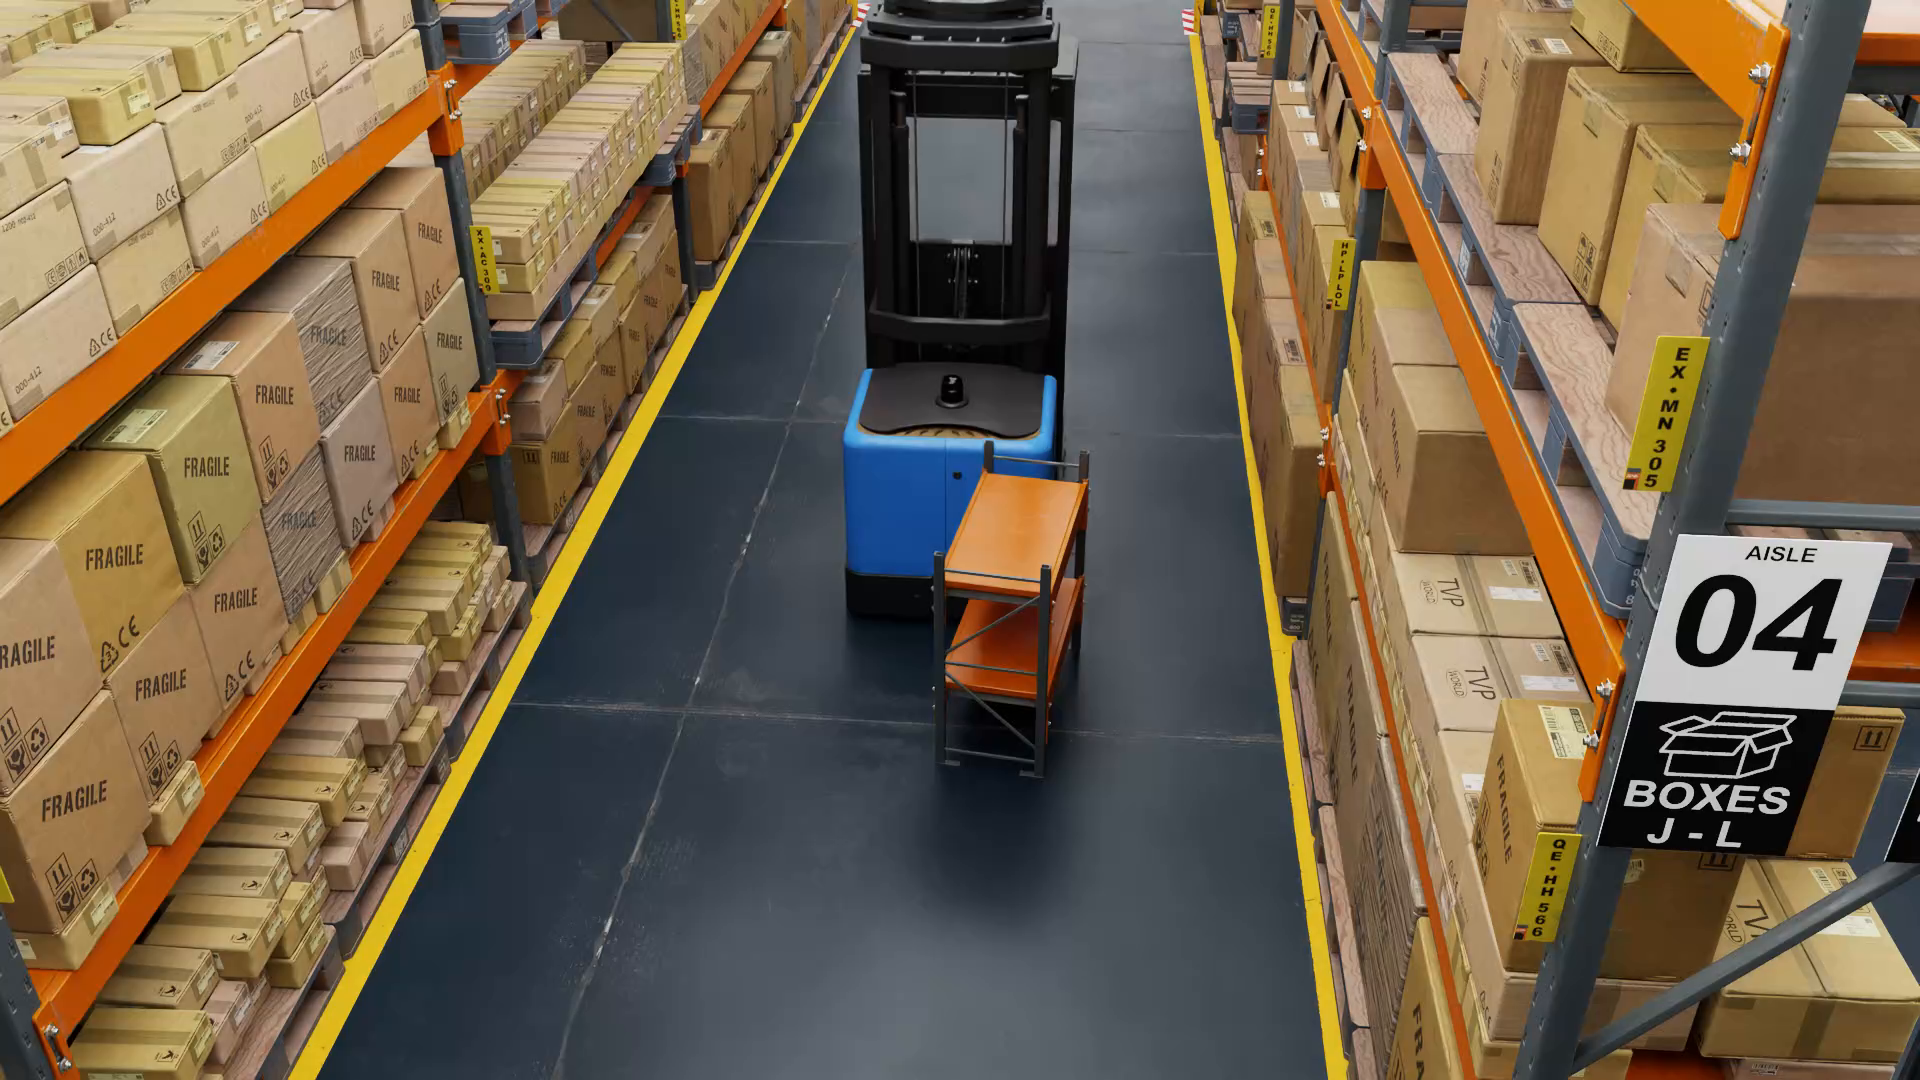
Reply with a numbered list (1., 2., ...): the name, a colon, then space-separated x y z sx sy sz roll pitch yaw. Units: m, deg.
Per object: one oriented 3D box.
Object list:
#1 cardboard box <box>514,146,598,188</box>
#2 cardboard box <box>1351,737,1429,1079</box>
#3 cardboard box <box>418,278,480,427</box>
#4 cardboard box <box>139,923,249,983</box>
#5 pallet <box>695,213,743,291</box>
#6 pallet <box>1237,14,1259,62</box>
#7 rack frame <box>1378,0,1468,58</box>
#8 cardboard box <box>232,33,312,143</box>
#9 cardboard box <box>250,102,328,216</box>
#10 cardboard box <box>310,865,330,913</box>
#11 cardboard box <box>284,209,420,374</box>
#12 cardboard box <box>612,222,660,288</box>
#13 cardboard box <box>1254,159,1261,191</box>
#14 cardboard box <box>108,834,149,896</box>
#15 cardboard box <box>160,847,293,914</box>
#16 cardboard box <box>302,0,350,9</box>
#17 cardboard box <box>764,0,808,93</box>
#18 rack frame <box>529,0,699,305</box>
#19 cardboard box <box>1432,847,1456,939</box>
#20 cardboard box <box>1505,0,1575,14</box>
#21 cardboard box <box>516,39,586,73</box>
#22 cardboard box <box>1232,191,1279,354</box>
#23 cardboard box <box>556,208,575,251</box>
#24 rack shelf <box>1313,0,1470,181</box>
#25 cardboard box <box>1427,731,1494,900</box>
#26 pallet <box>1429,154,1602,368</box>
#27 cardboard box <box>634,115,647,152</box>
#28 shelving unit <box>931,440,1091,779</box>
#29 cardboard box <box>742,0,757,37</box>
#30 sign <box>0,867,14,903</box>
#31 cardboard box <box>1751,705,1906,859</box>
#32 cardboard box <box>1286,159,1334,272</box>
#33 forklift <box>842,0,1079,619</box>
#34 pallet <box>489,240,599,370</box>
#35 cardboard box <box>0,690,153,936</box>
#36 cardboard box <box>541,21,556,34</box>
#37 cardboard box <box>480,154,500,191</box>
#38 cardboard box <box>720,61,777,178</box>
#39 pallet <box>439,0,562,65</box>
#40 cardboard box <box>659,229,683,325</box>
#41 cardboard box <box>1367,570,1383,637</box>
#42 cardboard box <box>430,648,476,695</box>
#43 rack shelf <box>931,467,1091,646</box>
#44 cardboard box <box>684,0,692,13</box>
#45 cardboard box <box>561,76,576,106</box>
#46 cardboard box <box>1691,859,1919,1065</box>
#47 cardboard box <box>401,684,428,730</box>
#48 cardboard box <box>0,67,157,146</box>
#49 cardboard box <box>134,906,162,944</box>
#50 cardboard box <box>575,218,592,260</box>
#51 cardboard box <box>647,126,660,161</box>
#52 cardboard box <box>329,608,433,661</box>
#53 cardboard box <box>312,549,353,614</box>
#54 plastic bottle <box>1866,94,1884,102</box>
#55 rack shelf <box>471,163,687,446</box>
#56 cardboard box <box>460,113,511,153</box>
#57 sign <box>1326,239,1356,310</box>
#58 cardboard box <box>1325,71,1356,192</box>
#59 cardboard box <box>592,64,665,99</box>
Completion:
1. cardboard box: -2.160 -1.996 8.902 0.380 0.149 0.250 2 32 4
2. cardboard box: 1.922 1.328 5.862 0.875 0.875 0.875 2 32 4
3. cardboard box: -2.492 -0.845 7.383 0.500 0.500 0.500 3 32 4
4. cardboard box: -2.751 1.524 5.952 0.380 0.149 0.250 3 32 5
5. pallet: -2.269 -2.254 12.706 1.003 0.211 1.213 2 32 4
6. pallet: 2.647 -3.723 12.614 1.003 0.211 1.213 2 32 4
7. rack frame: 2.201 -3.230 5.914 1.000 3.000 0.127 2 32 4
8. cardboard box: -2.610 -1.570 5.746 0.500 0.250 0.500 4 32 6
9. cardboard box: -2.598 -1.359 5.881 0.500 0.250 0.500 2 32 3
10. cardboard box: -2.689 1.389 6.455 0.380 0.149 0.250 3 32 4
11. cardboard box: -2.539 -1.008 6.694 0.500 0.500 0.500 1 32 2
12. cardboard box: -2.233 -1.833 10.632 0.500 0.250 0.500 3 32 5
13. cardboard box: 2.594 -2.532 12.463 0.700 0.500 0.500 0 32 0
14. cardboard box: -2.727 0.968 5.060 0.380 0.149 0.250 4 32 6
15. cardboard box: -2.690 1.264 6.089 0.380 0.149 0.250 1 32 2
16. cardboard box: -2.476 -2.093 6.214 0.380 0.149 0.250 2 32 4
17. cardboard box: -1.962 -4.724 15.681 0.875 0.875 0.875 3 32 5
18. rack frame: -2.408 -3.032 11.311 1.000 3.000 0.127 2 32 4
19. cardboard box: 1.618 1.055 4.919 0.380 0.149 0.250 3 32 4
20. cardboard box: 2.149 -1.524 5.414 0.700 0.500 0.500 4 32 6
21. cardboard box: -2.639 -3.122 10.728 0.380 0.149 0.250 3 32 4
22. cardboard box: 2.450 -1.682 10.745 1.225 0.875 0.875 1 32 2
23. cardboard box: -2.204 -1.596 8.536 0.380 0.149 0.250 3 32 5
24. rack shelf: 2.364 -2.692 8.586 1.077 0.370 4.000 2 32 4
25. cardboard box: 1.693 0.823 4.915 0.500 0.250 0.500 2 32 3
26. pallet: 2.022 -0.852 4.998 1.003 0.211 1.213 2 32 4
27. cardboard box: -2.077 -2.415 9.865 0.380 0.149 0.250 2 32 4
28. shelving unit: 0.247 0.303 7.687 0.538 1.125 1.048 7 32 11
29. cardboard box: -1.941 -4.354 13.360 0.500 0.500 0.500 3 32 5
30. sign: -2.519 0.806 4.259 0.100 0.325 0.005 2 32 4
31. cardboard box: 2.225 0.533 4.671 0.500 0.500 0.500 2 32 3
32. cardboard box: 2.096 -1.768 9.165 0.500 0.500 0.500 3 32 4
33. forklift: 0.052 -1.582 9.023 1.130 2.935 3.031 2 32 4
34. pallet: -2.527 -1.252 8.606 1.003 0.211 1.213 2 32 4
35. cardboard box: -2.748 0.759 4.781 0.500 0.500 0.500 4 32 6
36. cardboard box: -4.386 -4.853 16.516 0.797 0.637 0.503 2 32 4
37. cardboard box: -2.795 -2.045 9.265 0.380 0.149 0.250 3 32 4
38. cardboard box: -2.126 -3.512 13.834 1.050 0.750 0.750 2 32 4
39. pallet: -2.578 -2.456 7.696 1.213 0.211 1.003 2 32 4
40. cardboard box: -2.201 -1.792 11.280 0.500 0.500 0.500 2 32 4
41. cardboard box: 1.741 0.249 6.226 0.380 0.149 0.250 3 32 5
42. cardboard box: -2.488 0.587 7.755 0.380 0.149 0.250 1 32 2
43. rack shelf: 0.247 0.053 7.533 0.538 0.278 1.000 7 32 11
44. cardboard box: -2.322 -3.999 11.832 0.700 0.500 0.500 2 32 3
45. cardboard box: -2.668 -2.845 10.562 0.380 0.149 0.250 4 32 6
46. cardboard box: 2.184 1.114 4.443 0.500 0.250 0.500 2 32 3
47. cardboard box: -2.576 0.690 7.305 0.380 0.149 0.250 3 32 5
48. cardboard box: -2.620 -1.276 4.888 0.380 0.149 0.250 3 32 6
49. cardboard box: -3.136 1.363 6.212 0.380 0.149 0.250 2 32 3
50. cardboard box: -2.181 -1.606 8.836 0.380 0.149 0.250 3 32 4
51. cardboard box: -2.057 -2.432 10.176 0.380 0.149 0.250 2 32 3
52. cardboard box: -2.597 0.436 7.433 0.380 0.149 0.250 3 32 6
53. cardboard box: -2.580 0.146 6.393 0.380 0.149 0.250 3 32 5
54. plastic bottle: 8.251 -3.993 15.048 0.152 0.276 0.135 4 32 6
55. rack shelf: -2.571 -1.680 9.803 1.077 0.370 4.000 2 32 4
56. cardboard box: -2.768 -2.306 9.405 0.380 0.149 0.250 2 32 3
57. sign: 1.660 -1.153 7.234 0.100 0.325 0.005 2 32 4
58. cardboard box: 2.347 -2.164 8.851 0.797 0.503 0.637 3 32 6
59. cardboard box: -2.035 -2.813 10.228 0.380 0.149 0.250 3 32 5
